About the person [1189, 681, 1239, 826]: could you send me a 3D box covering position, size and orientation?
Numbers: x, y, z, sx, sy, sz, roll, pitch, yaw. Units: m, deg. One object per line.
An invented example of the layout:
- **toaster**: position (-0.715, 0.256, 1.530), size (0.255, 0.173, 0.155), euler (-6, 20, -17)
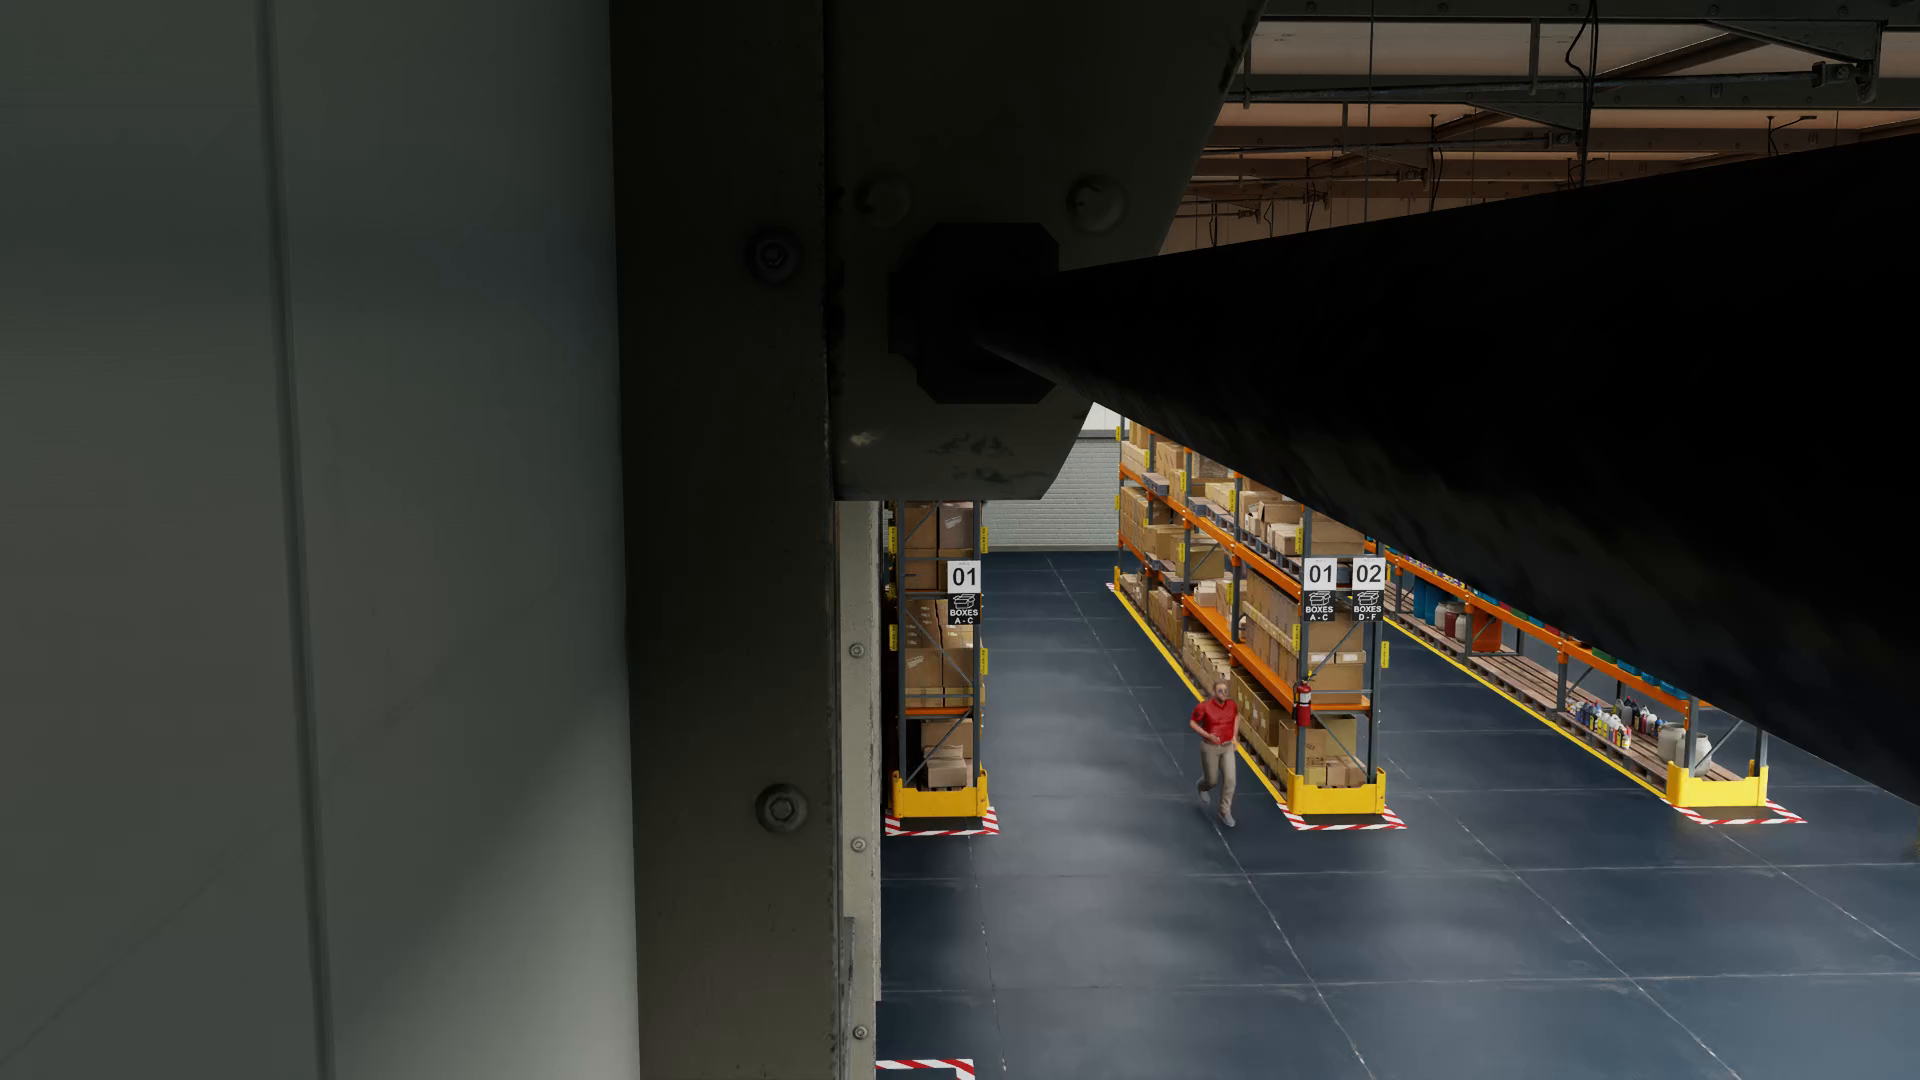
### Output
- **person**: position (3.149, 2.574, 20.424), size (0.701, 1.737, 0.849), euler (-2, 8, -14)

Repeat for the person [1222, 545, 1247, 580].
- **person**: position (5.904, 0.378, 35.677), size (0.611, 1.556, 0.467), euler (-3, 9, -17)
